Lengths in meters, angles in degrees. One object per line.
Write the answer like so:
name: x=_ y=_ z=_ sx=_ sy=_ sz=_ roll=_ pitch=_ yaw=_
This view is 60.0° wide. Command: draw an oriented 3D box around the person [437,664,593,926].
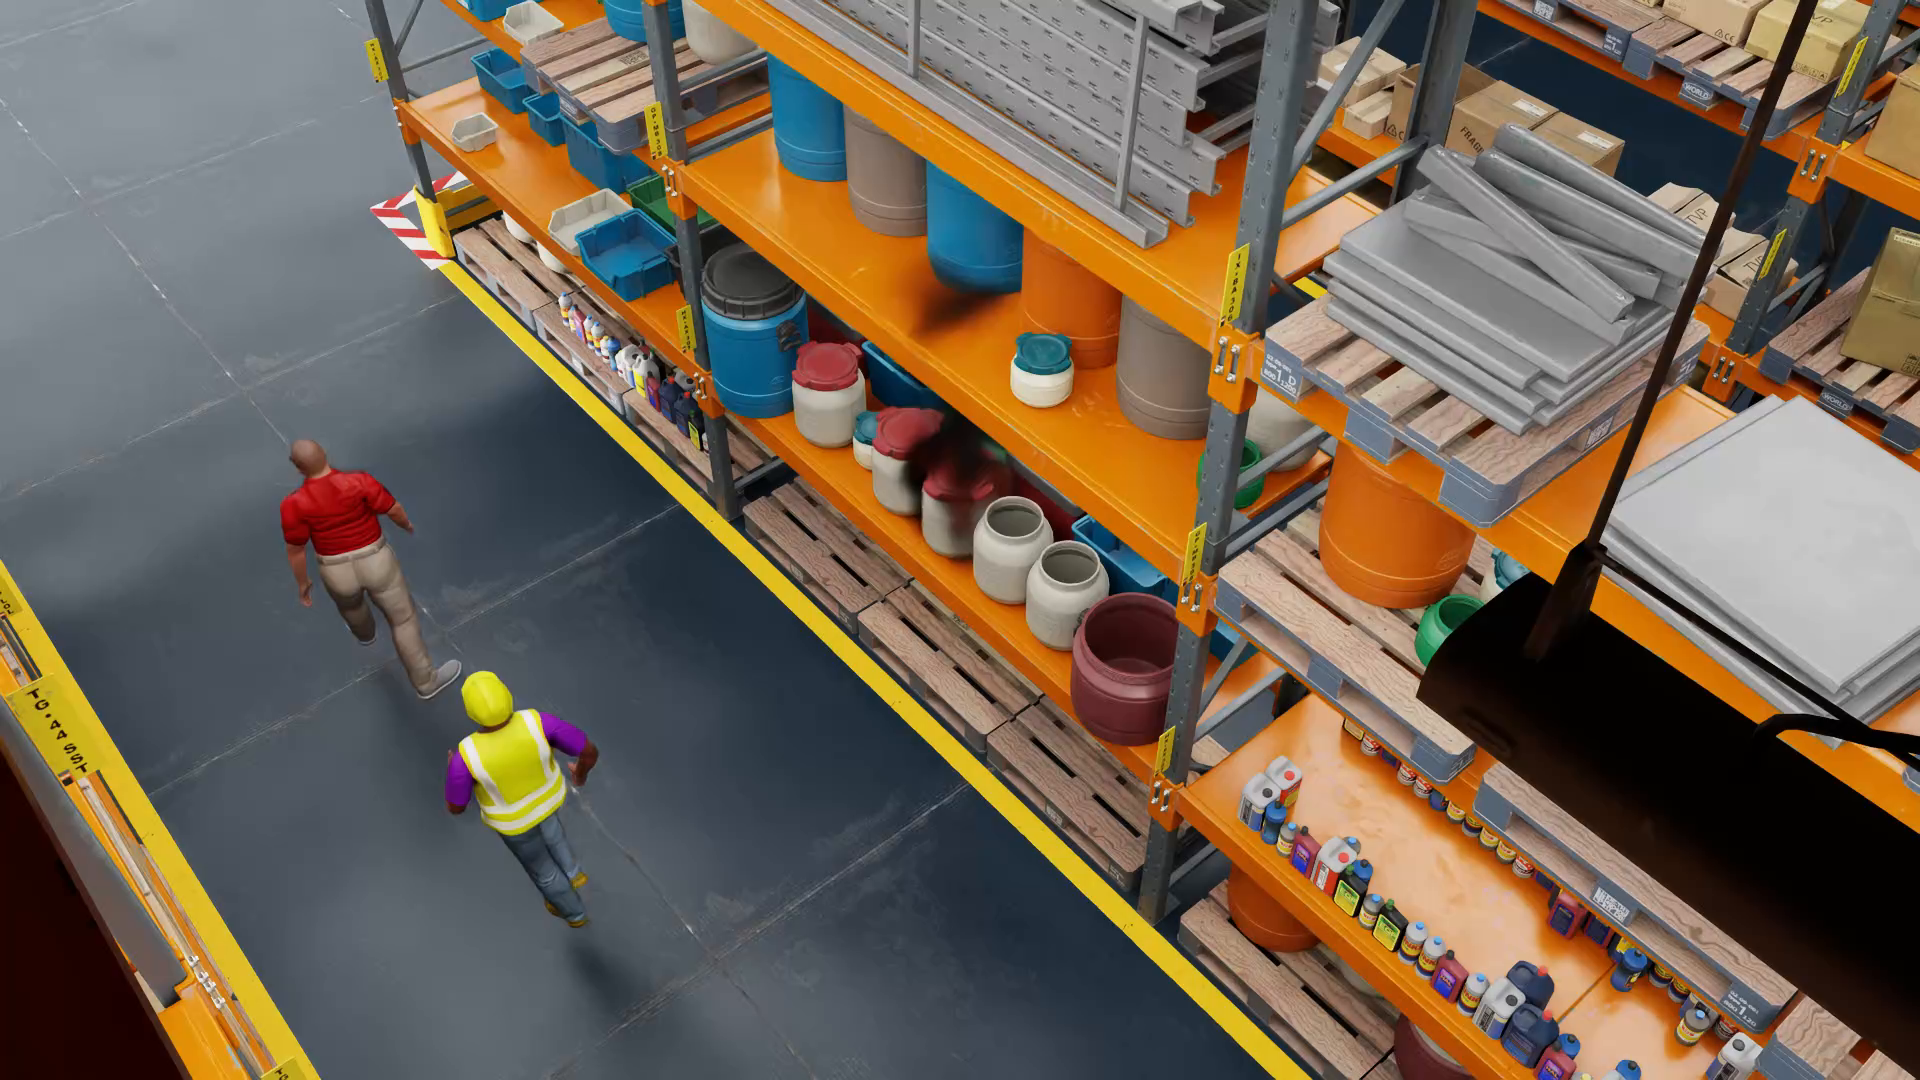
person: x=-2.212 y=1.256 z=8.221 sx=0.701 sy=1.832 sz=0.680 roll=35 pitch=56 yaw=29

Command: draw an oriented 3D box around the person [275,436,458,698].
person: x=-3.392 y=0.097 z=9.321 sx=0.705 sy=1.671 sz=0.927 roll=-16 pitch=49 yaw=-15
